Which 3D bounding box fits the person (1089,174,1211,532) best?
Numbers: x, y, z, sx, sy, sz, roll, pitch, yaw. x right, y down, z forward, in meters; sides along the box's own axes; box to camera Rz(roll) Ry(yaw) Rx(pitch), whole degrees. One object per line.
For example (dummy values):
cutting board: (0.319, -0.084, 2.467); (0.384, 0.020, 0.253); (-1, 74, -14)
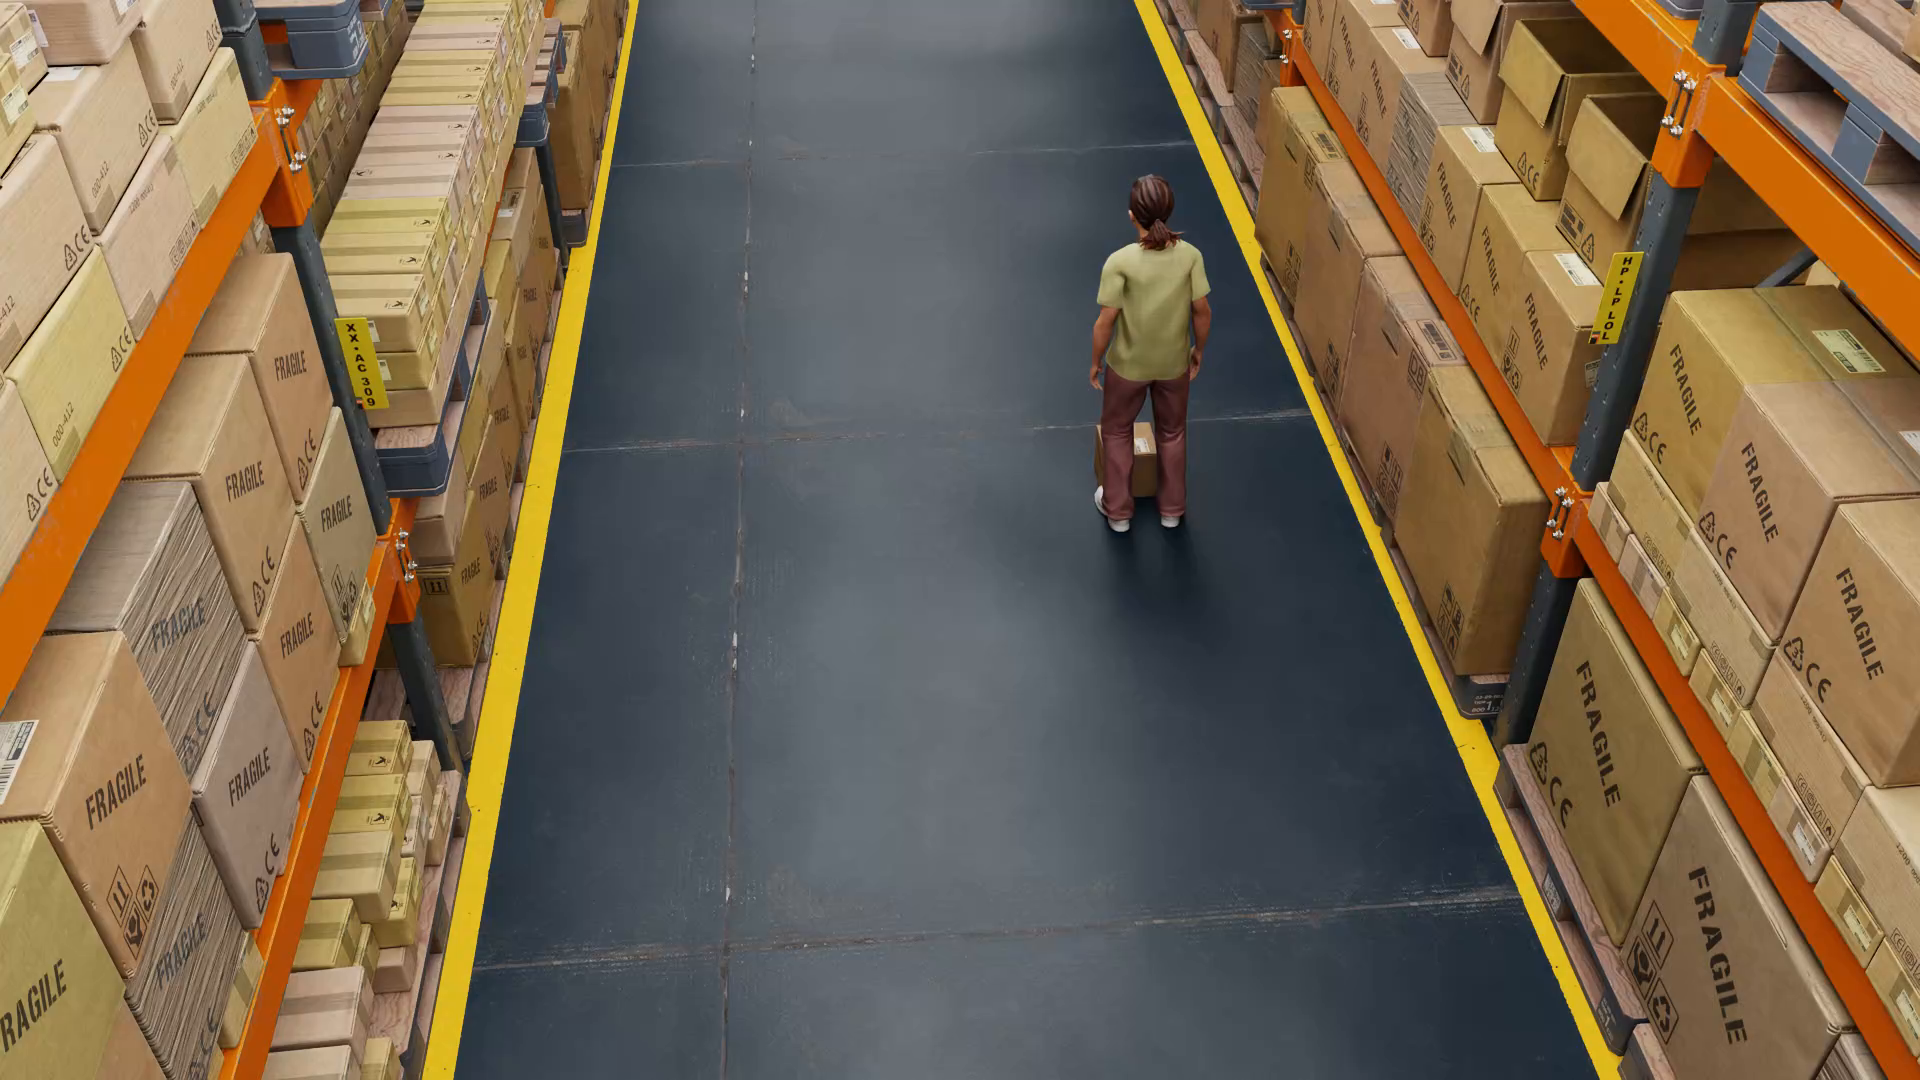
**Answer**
person: (0.798, -0.761, 7.088); (0.518, 1.671, 0.362); (-5, 40, -7)
